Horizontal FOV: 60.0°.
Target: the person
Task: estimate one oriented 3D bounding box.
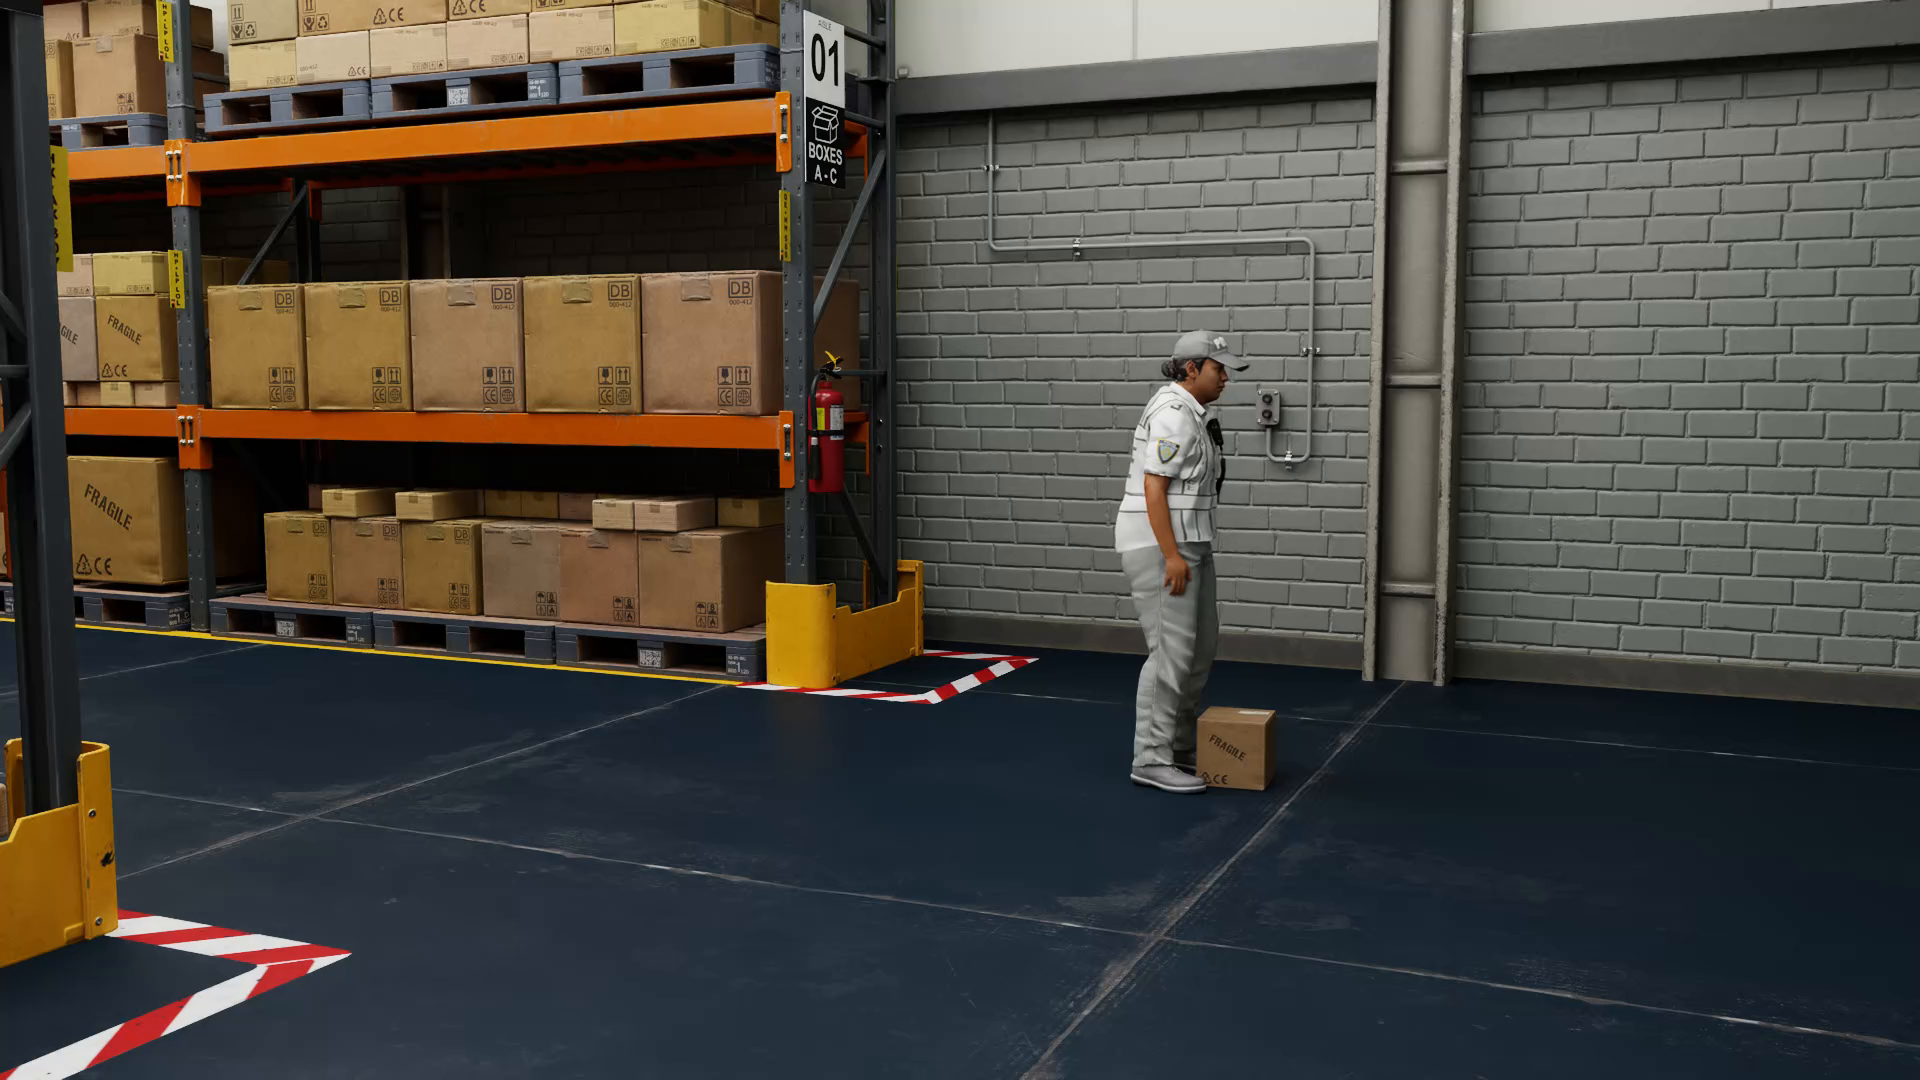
[{"bbox_3d":[0.824,0.057,6.173,0.466,1.667,0.560,2,6,21],"label":"person"}]
